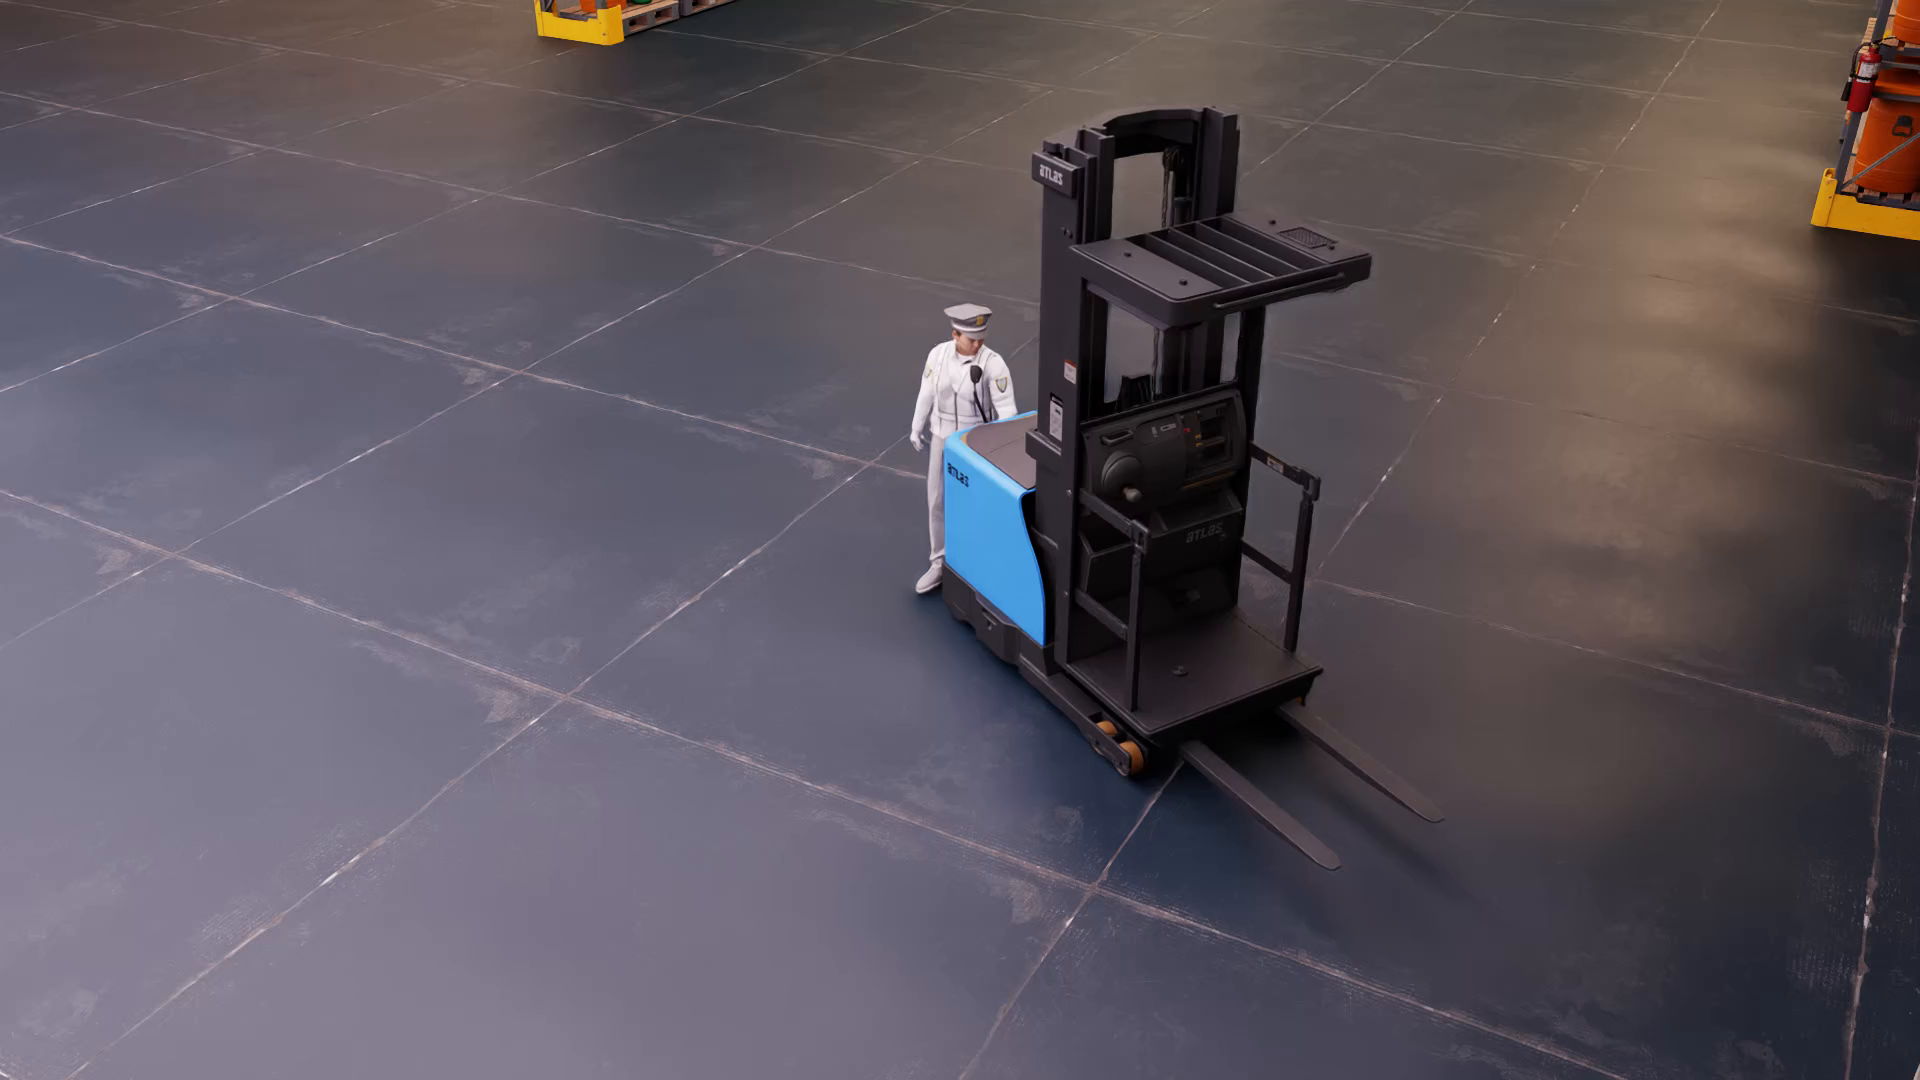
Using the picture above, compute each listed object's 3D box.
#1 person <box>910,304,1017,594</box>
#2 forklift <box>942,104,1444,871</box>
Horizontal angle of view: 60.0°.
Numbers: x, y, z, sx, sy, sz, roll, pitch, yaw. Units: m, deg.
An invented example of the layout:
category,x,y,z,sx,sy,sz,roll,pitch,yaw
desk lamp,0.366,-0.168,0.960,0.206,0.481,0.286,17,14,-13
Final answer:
category,x,y,z,sx,sy,sz,roll,pitch,yaw
person,-0.005,-0.513,9.264,0.667,1.635,0.760,8,31,14
forklift,1.092,-0.397,7.759,1.130,2.935,3.031,-17,34,-27
